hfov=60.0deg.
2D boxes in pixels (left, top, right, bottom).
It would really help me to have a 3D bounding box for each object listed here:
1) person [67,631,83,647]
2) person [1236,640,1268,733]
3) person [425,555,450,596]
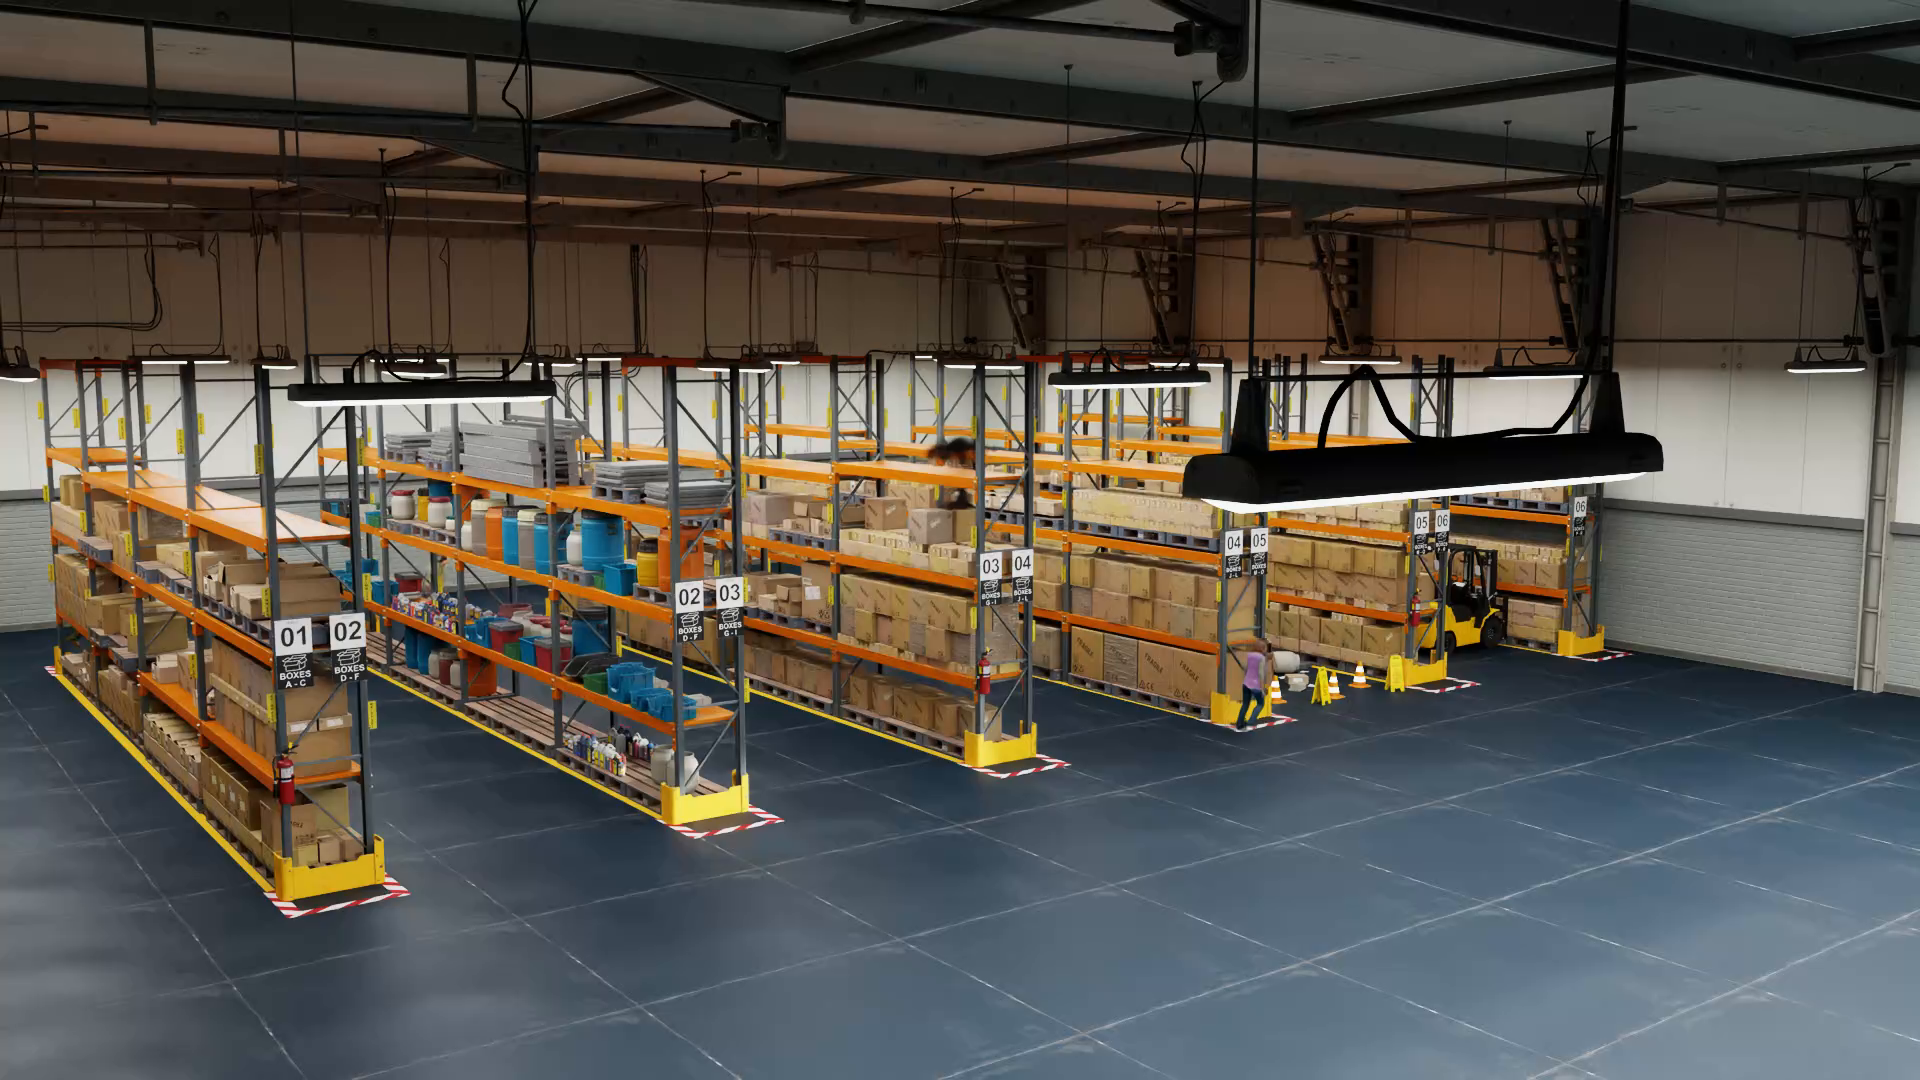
[{"bbox_3d":[-17.657,1.460,33.421,0.862,1.734,0.713,0,7,1],"label":"person"},{"bbox_3d":[4.736,2.364,26.742,0.400,1.575,0.542,-6,9,-39],"label":"person"},{"bbox_3d":[-12.009,1.063,37.805,0.872,1.492,0.591,0,7,-1],"label":"person"}]
